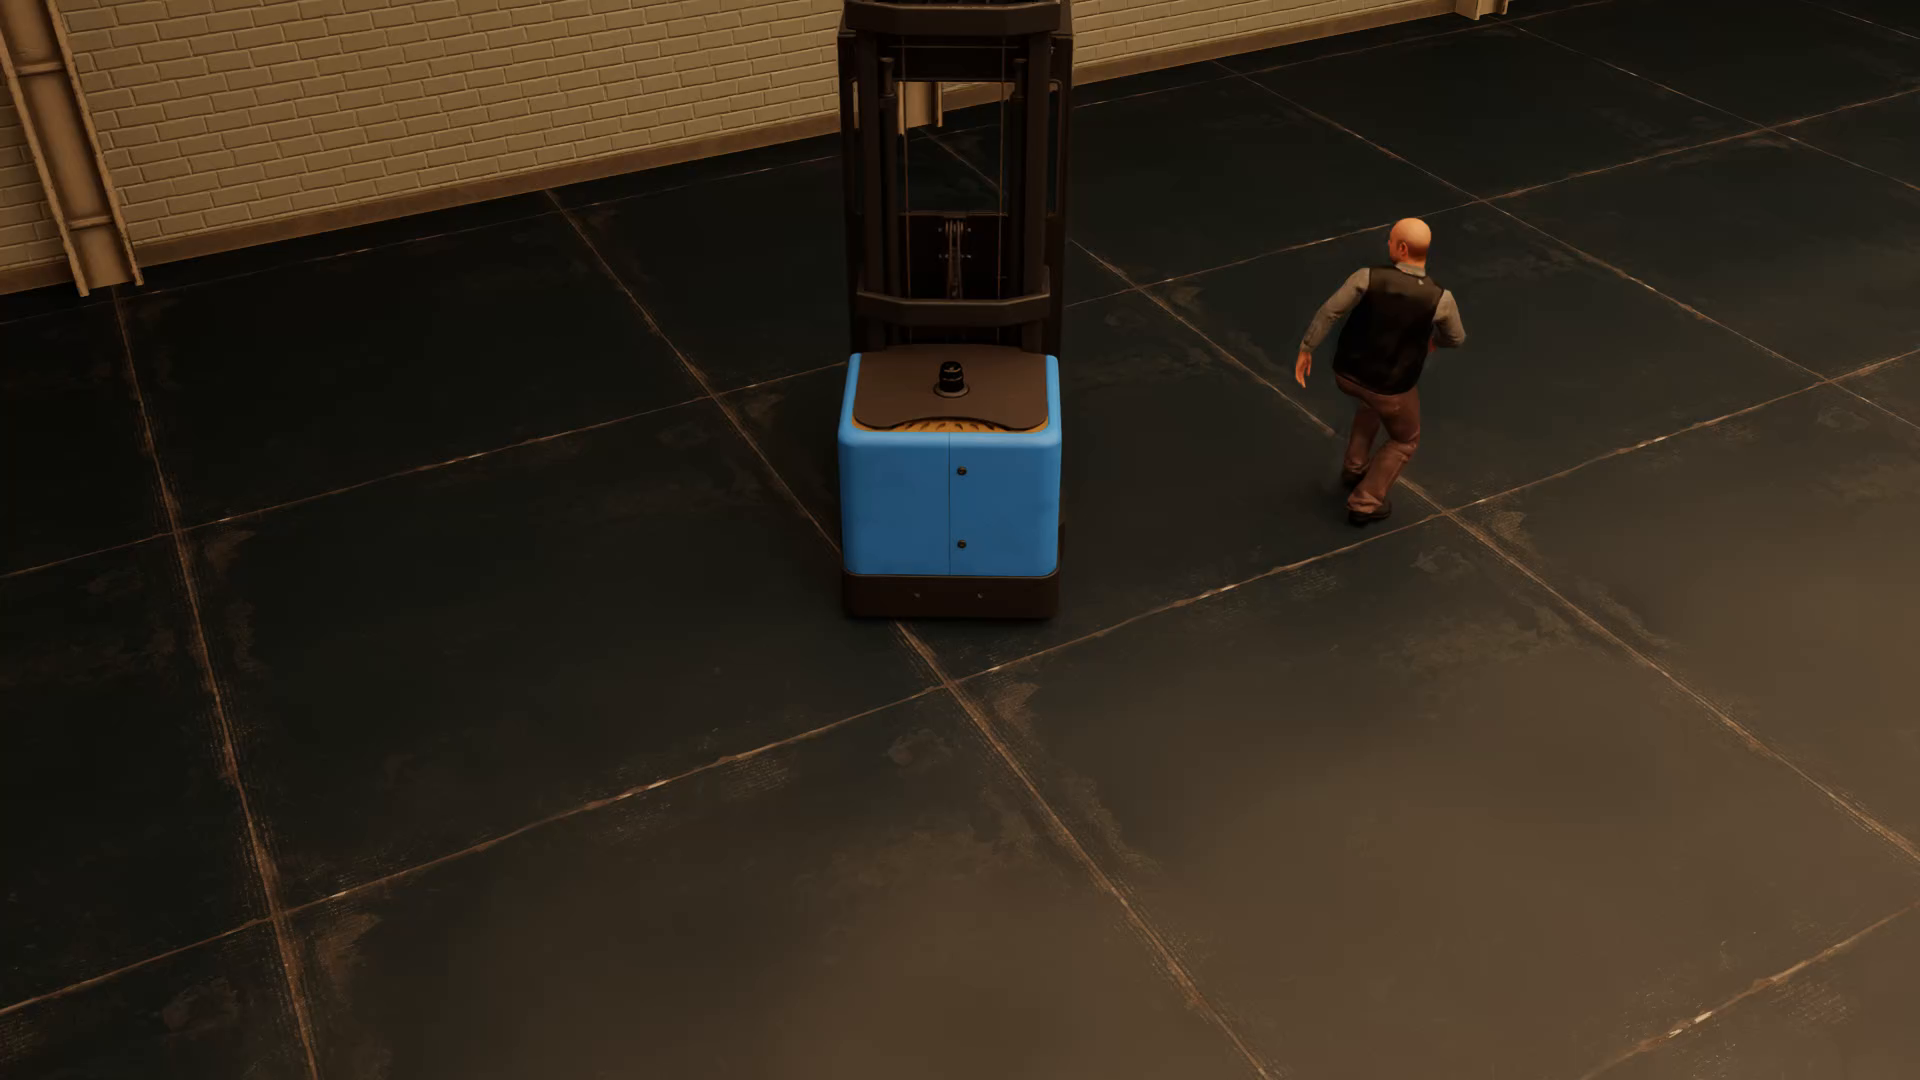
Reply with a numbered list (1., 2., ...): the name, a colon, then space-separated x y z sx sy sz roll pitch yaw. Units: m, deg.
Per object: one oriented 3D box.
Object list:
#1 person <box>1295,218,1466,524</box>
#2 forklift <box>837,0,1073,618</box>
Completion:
1. person: 2.145 -0.830 8.446 0.655 1.701 0.746 27 44 33
2. forklift: -0.016 -1.640 8.444 1.130 2.935 3.031 1 35 1
